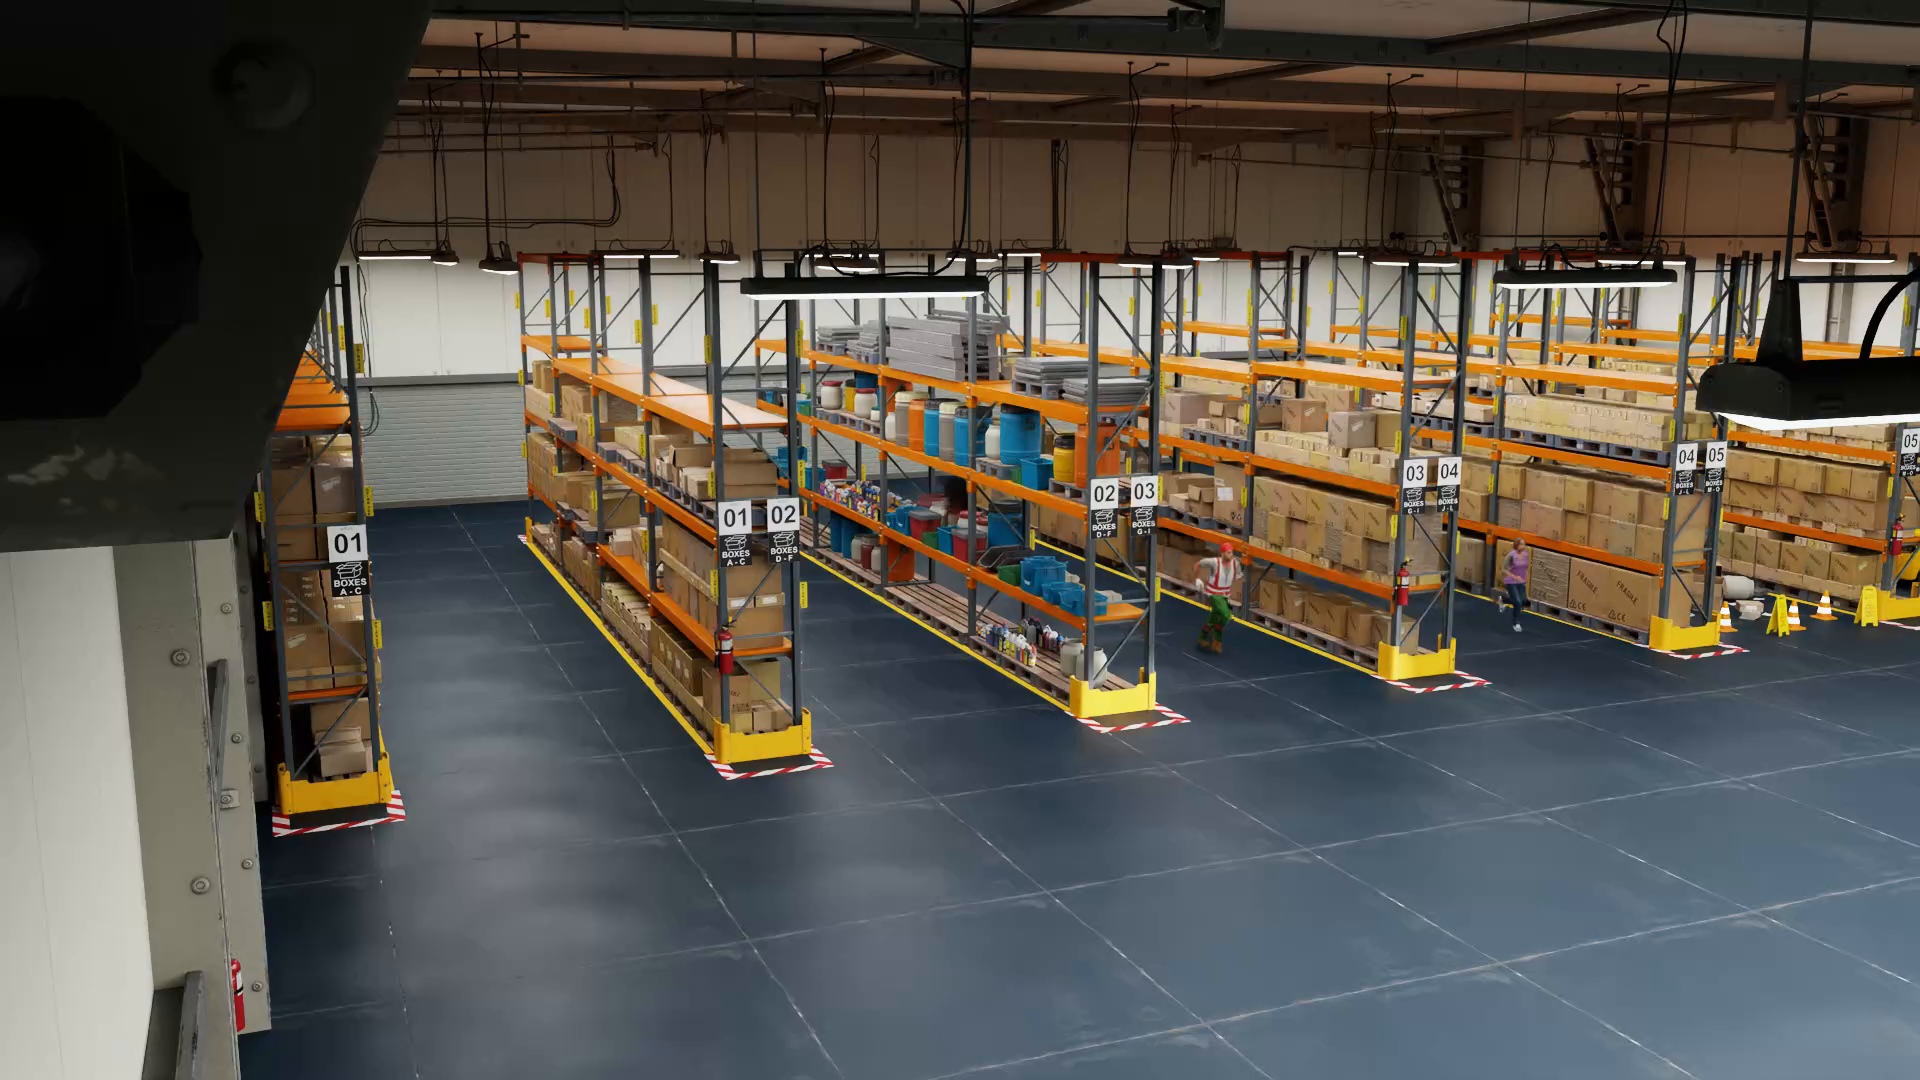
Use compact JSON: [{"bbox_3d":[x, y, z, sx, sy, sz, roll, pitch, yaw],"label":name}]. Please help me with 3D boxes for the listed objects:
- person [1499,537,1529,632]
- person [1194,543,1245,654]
[{"bbox_3d":[9.003,0.698,27.037,0.574,1.557,0.653,-4,11,-21],"label":"person"},{"bbox_3d":[3.939,0.859,25.357,0.643,1.725,0.920,-7,12,-32],"label":"person"}]
